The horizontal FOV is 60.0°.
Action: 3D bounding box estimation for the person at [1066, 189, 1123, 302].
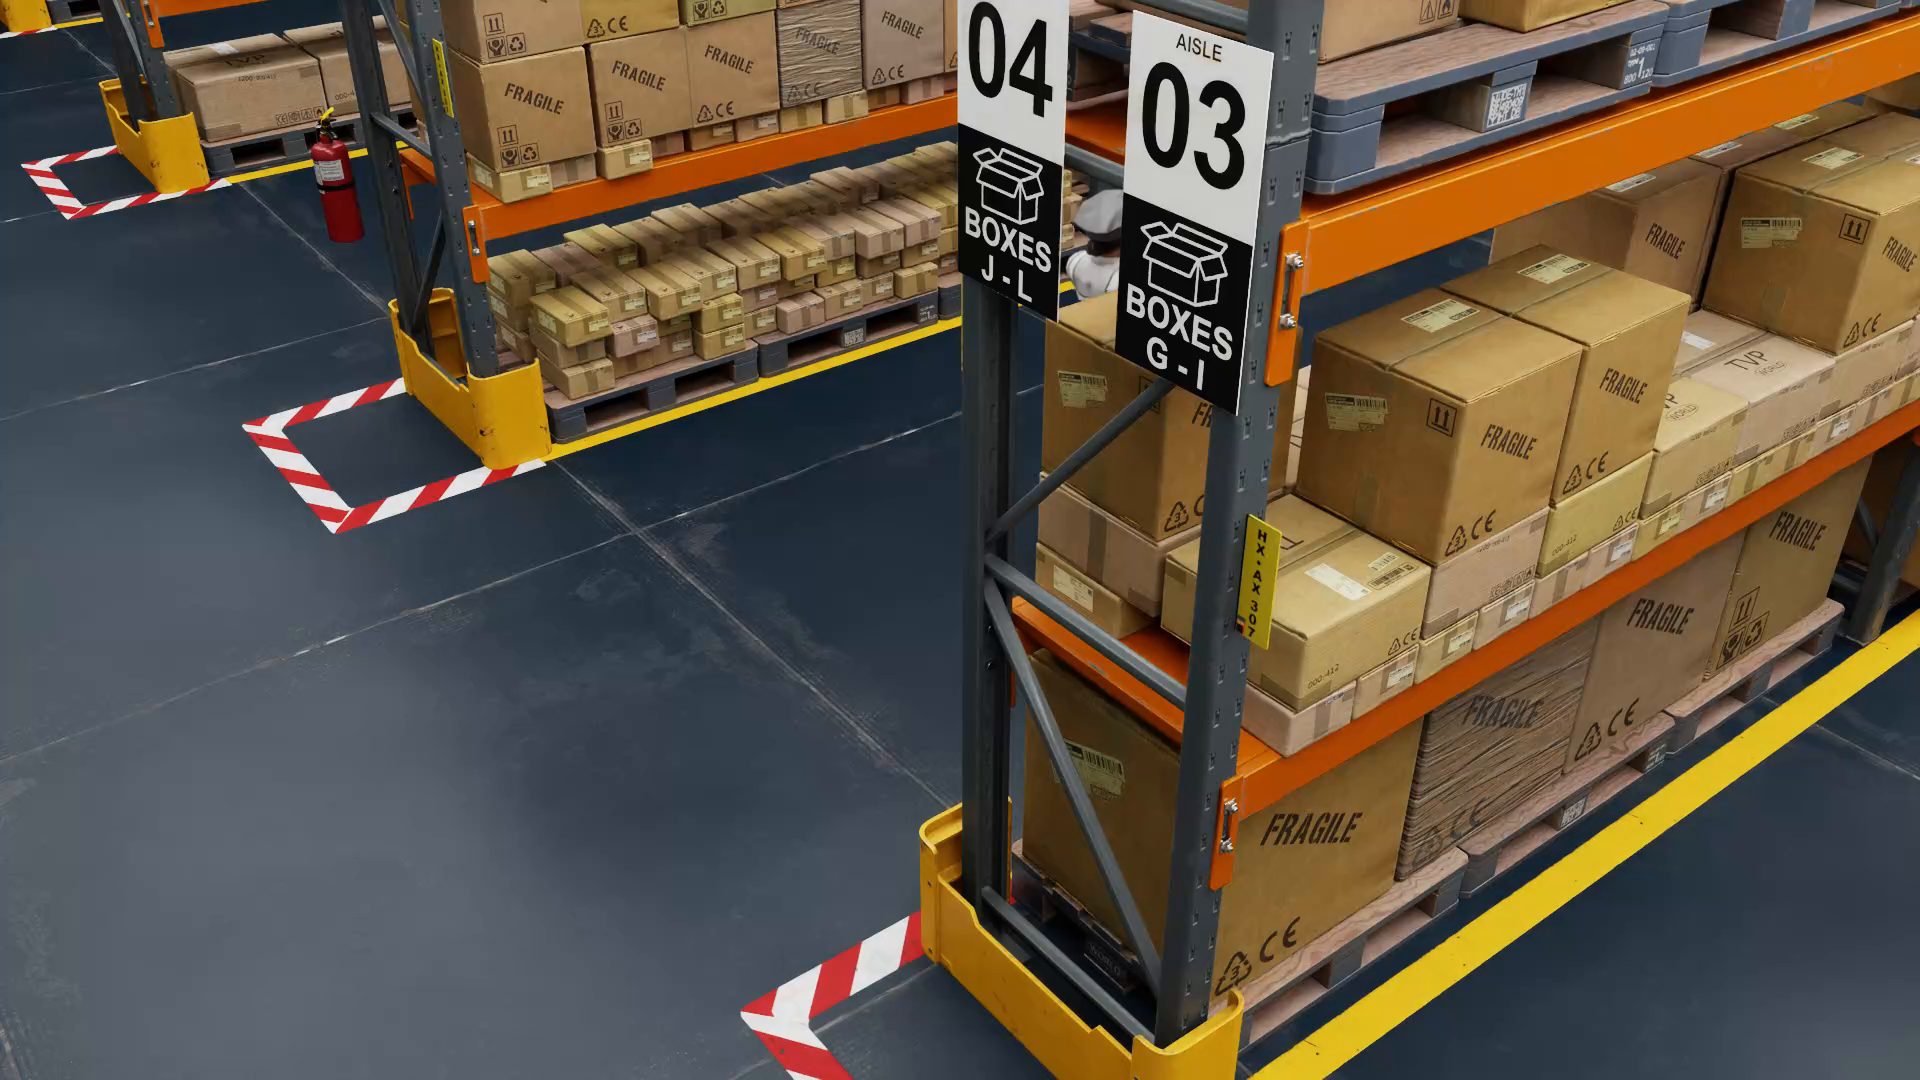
[{"bbox_3d":[0.727,-0.727,7.265,0.547,1.689,0.459,-22,38,-30],"label":"person"}]
